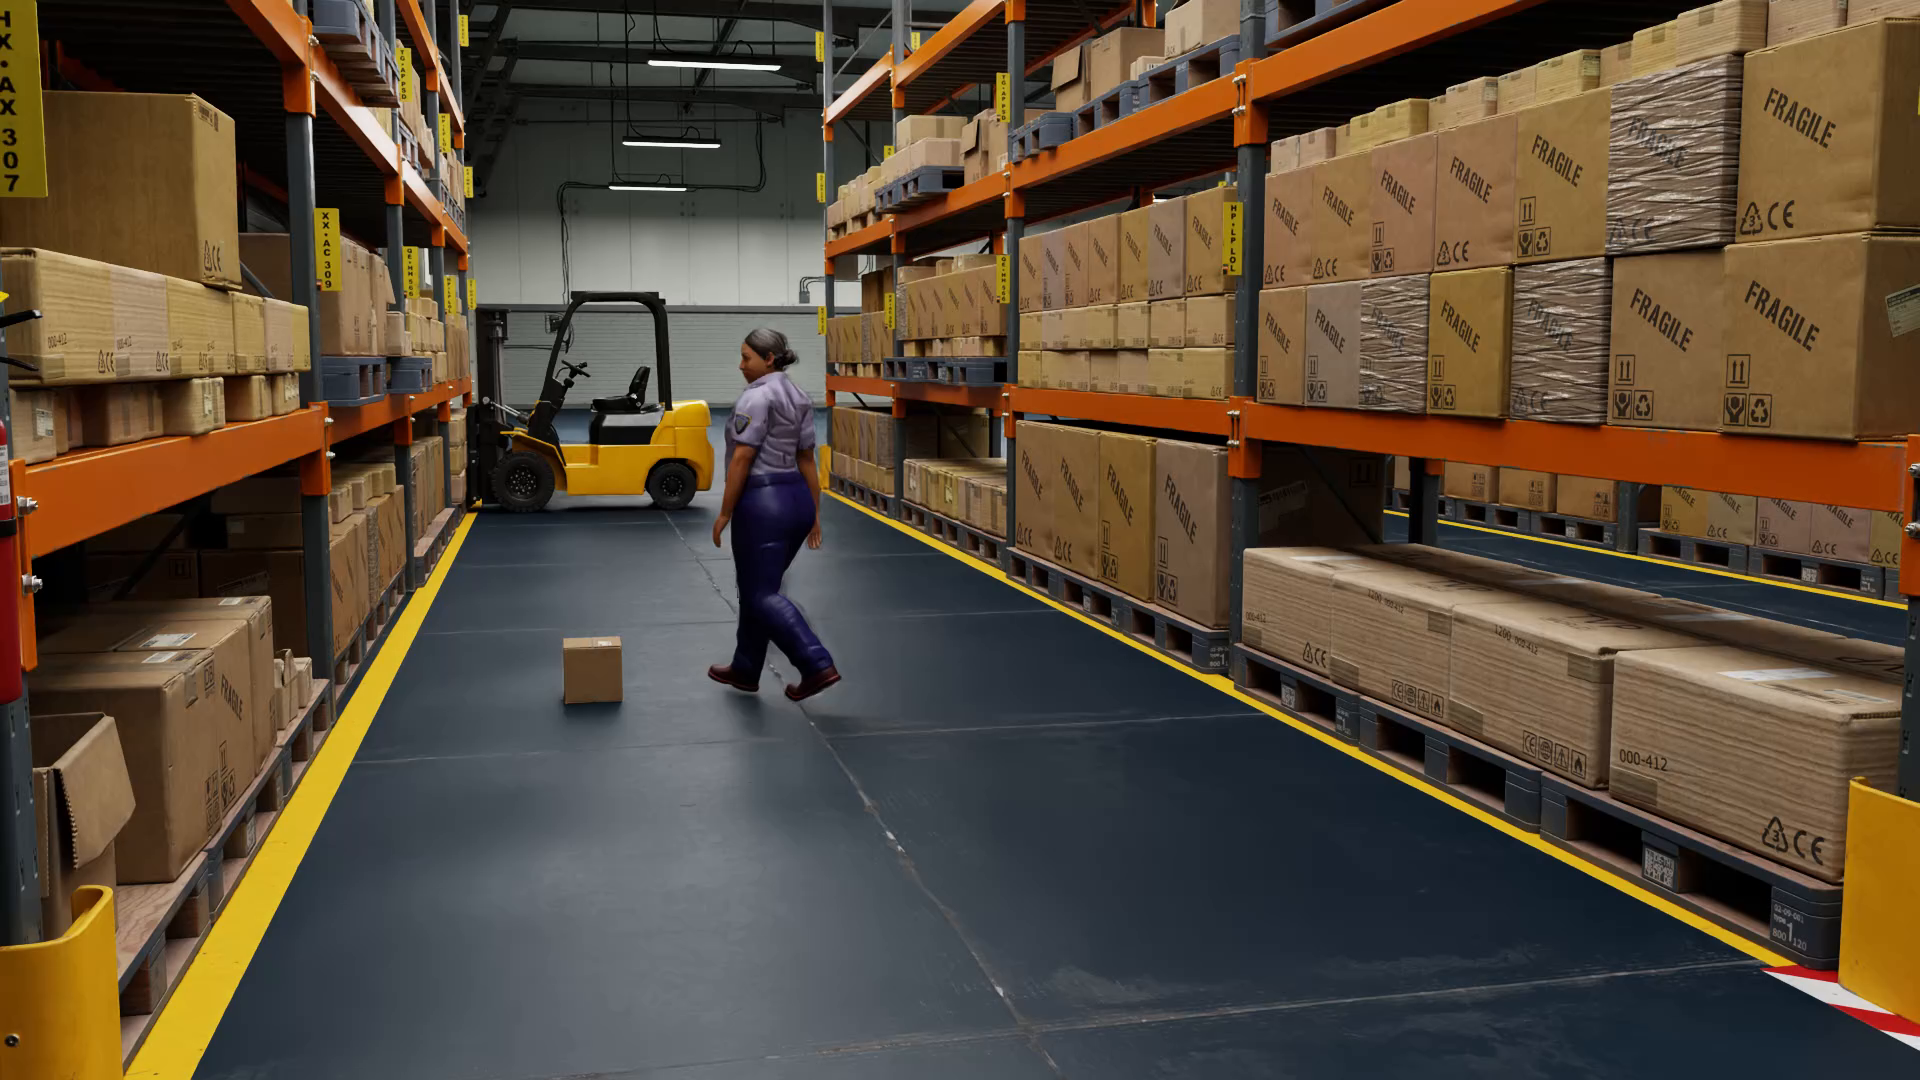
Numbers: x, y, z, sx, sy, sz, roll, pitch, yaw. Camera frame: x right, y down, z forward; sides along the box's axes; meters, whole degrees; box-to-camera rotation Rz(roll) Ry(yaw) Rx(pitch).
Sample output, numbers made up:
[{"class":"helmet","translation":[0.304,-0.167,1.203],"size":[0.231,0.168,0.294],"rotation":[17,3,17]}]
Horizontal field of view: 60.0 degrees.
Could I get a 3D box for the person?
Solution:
[{"class":"person","translation":[-0.829,-0.102,7.224],"size":[0.871,1.605,0.531],"rotation":[3,7,29]}]
